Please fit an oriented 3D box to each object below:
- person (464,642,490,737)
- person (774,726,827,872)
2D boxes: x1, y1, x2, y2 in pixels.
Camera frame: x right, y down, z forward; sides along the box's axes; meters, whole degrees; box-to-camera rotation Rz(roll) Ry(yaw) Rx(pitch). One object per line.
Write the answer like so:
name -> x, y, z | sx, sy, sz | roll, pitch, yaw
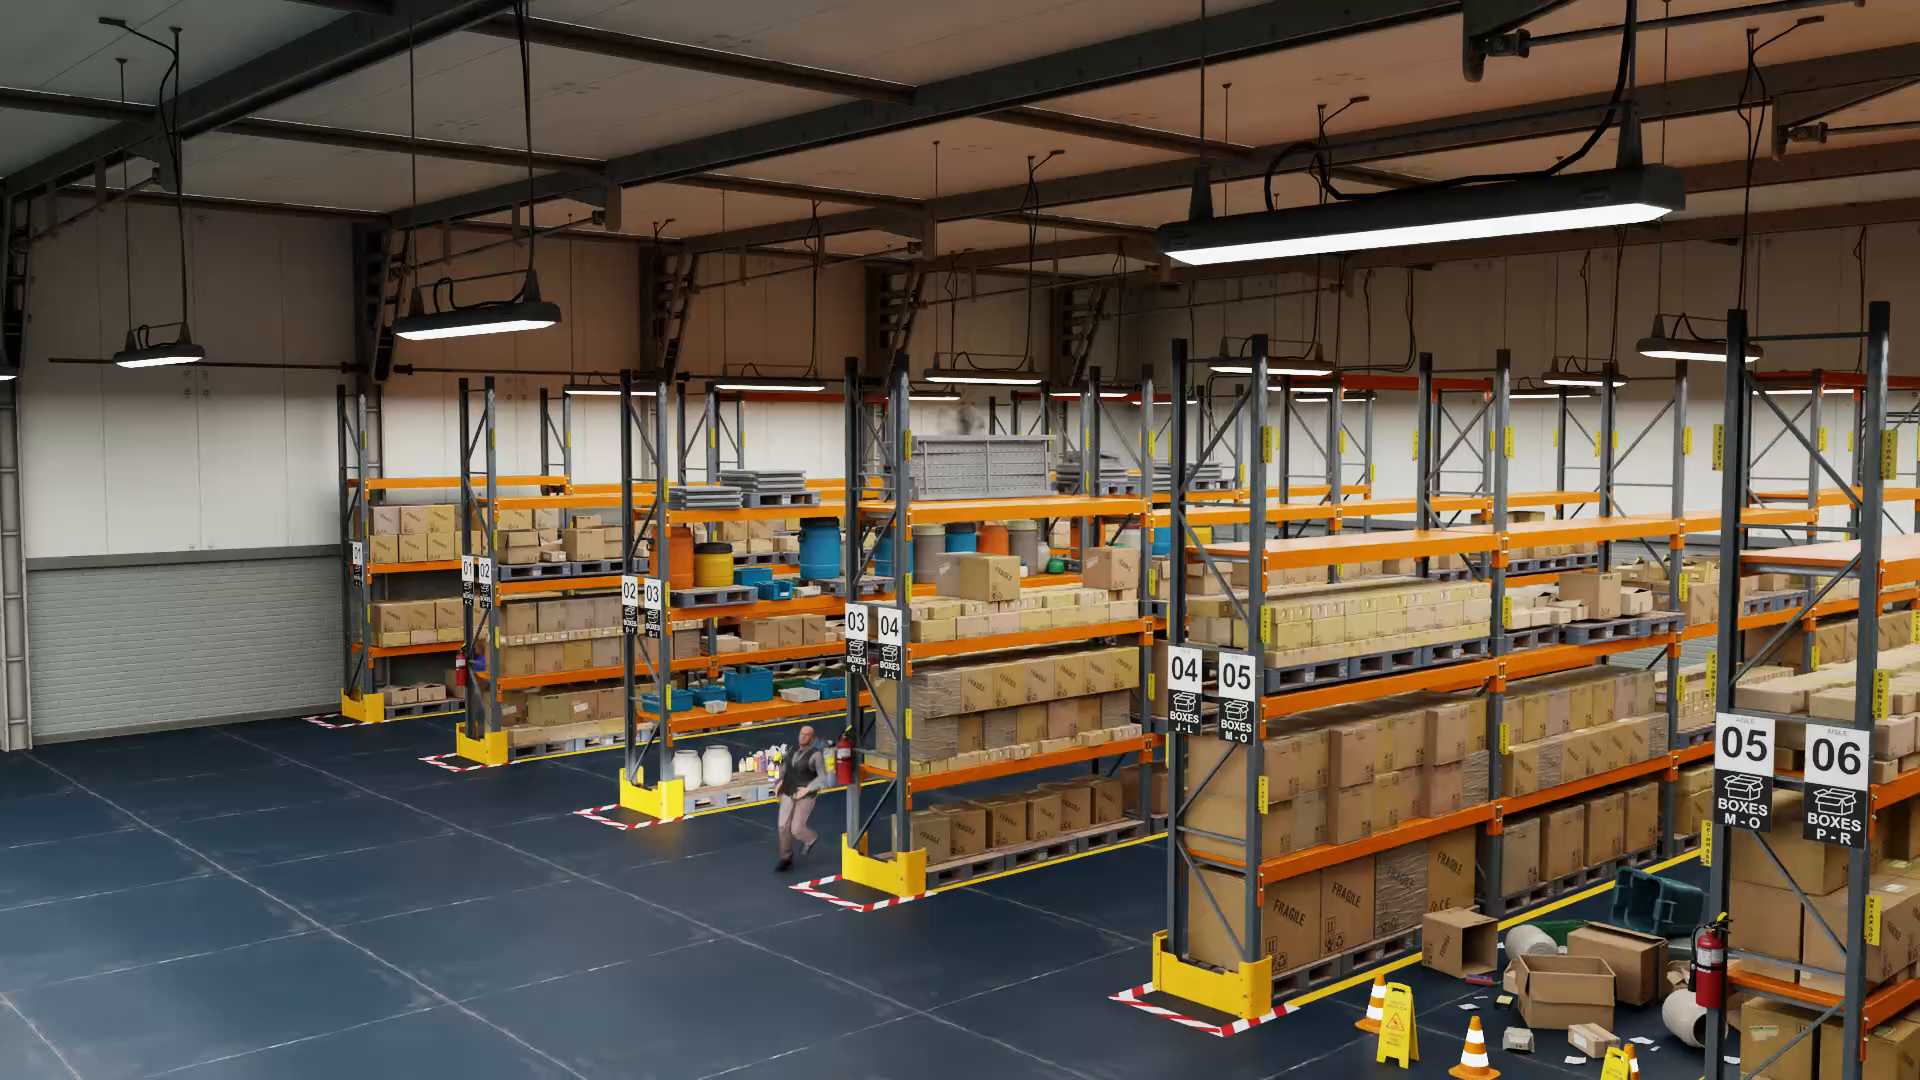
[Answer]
person -> -8.055, 2.518, 28.053 | 0.591, 1.592, 0.554 | 4, 5, 44
person -> -1.855, 3.039, 19.701 | 0.694, 1.700, 0.726 | 2, 4, 29
